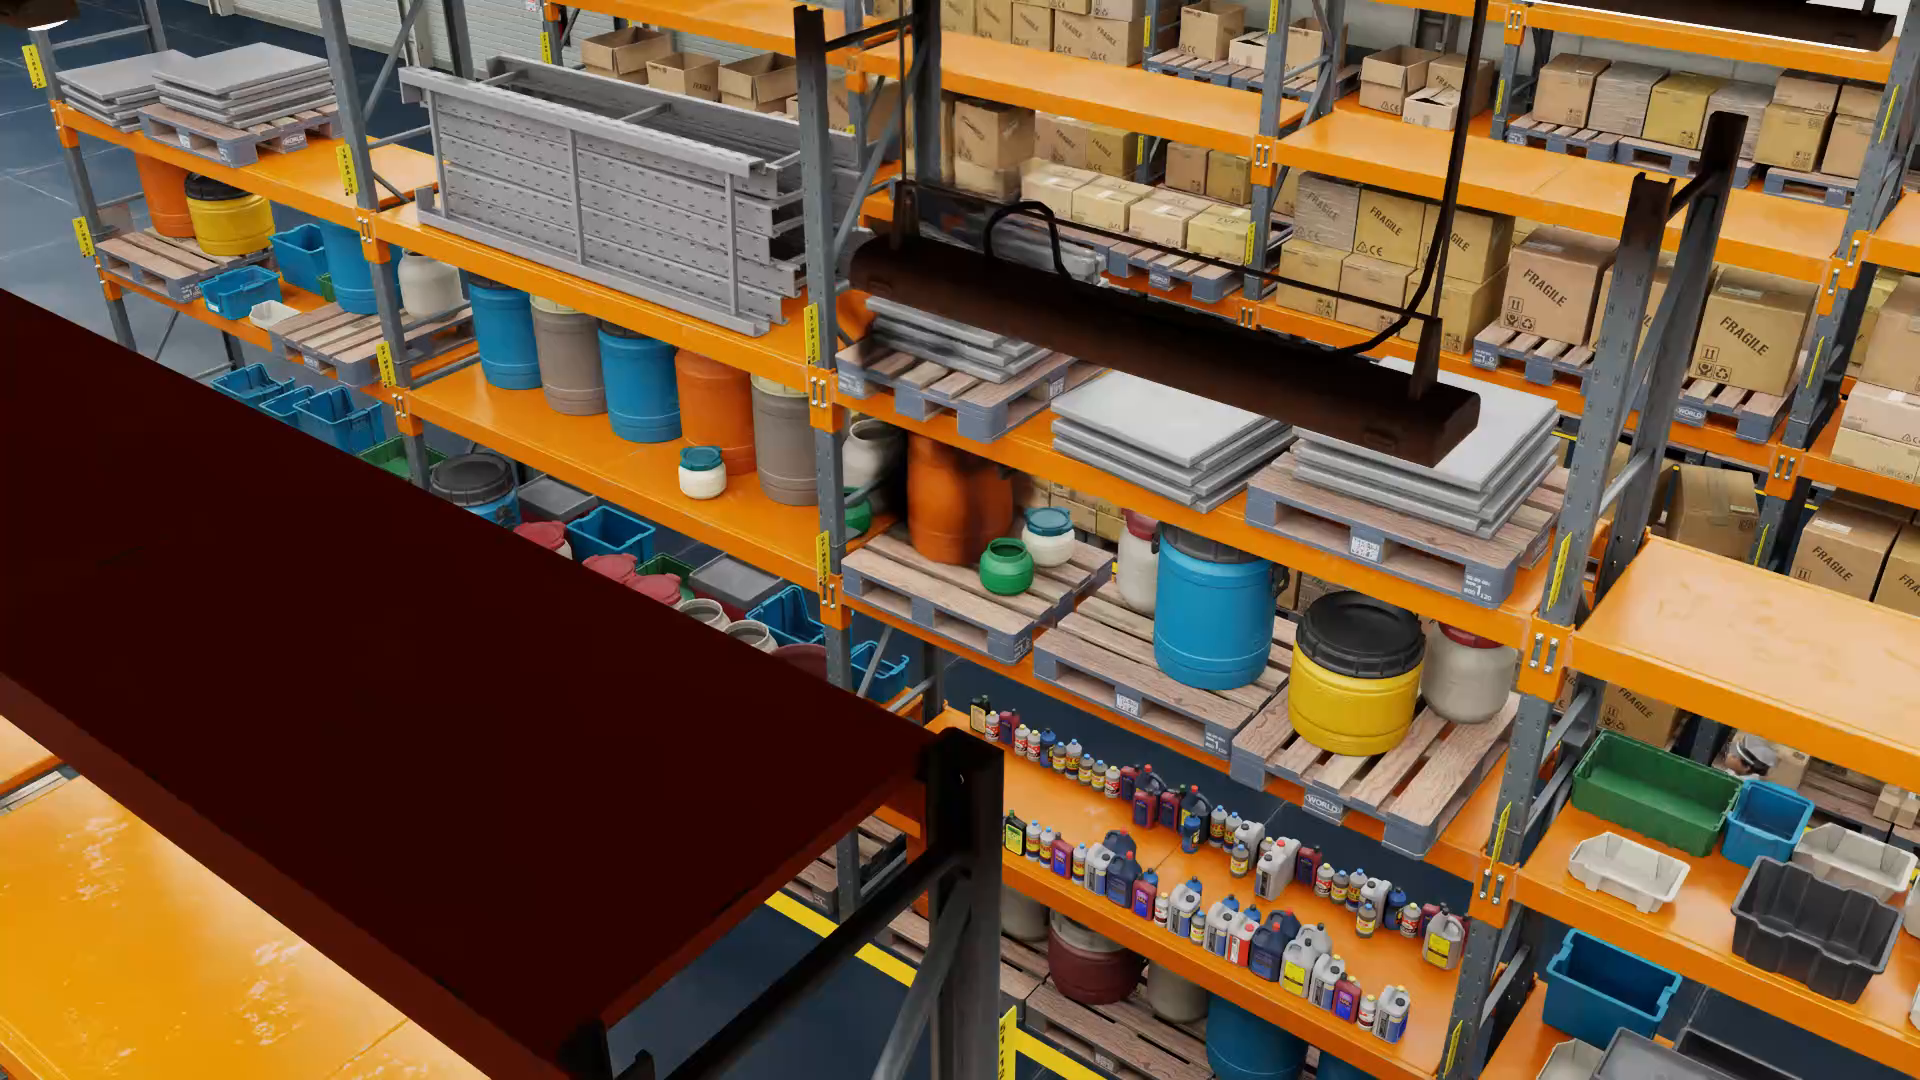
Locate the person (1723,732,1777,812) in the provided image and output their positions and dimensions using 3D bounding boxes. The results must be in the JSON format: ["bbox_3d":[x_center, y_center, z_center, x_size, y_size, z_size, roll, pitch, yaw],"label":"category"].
[{"bbox_3d":[4.779,1.926,10.523,0.653,1.681,0.588,18,36,27],"label":"person"}]
